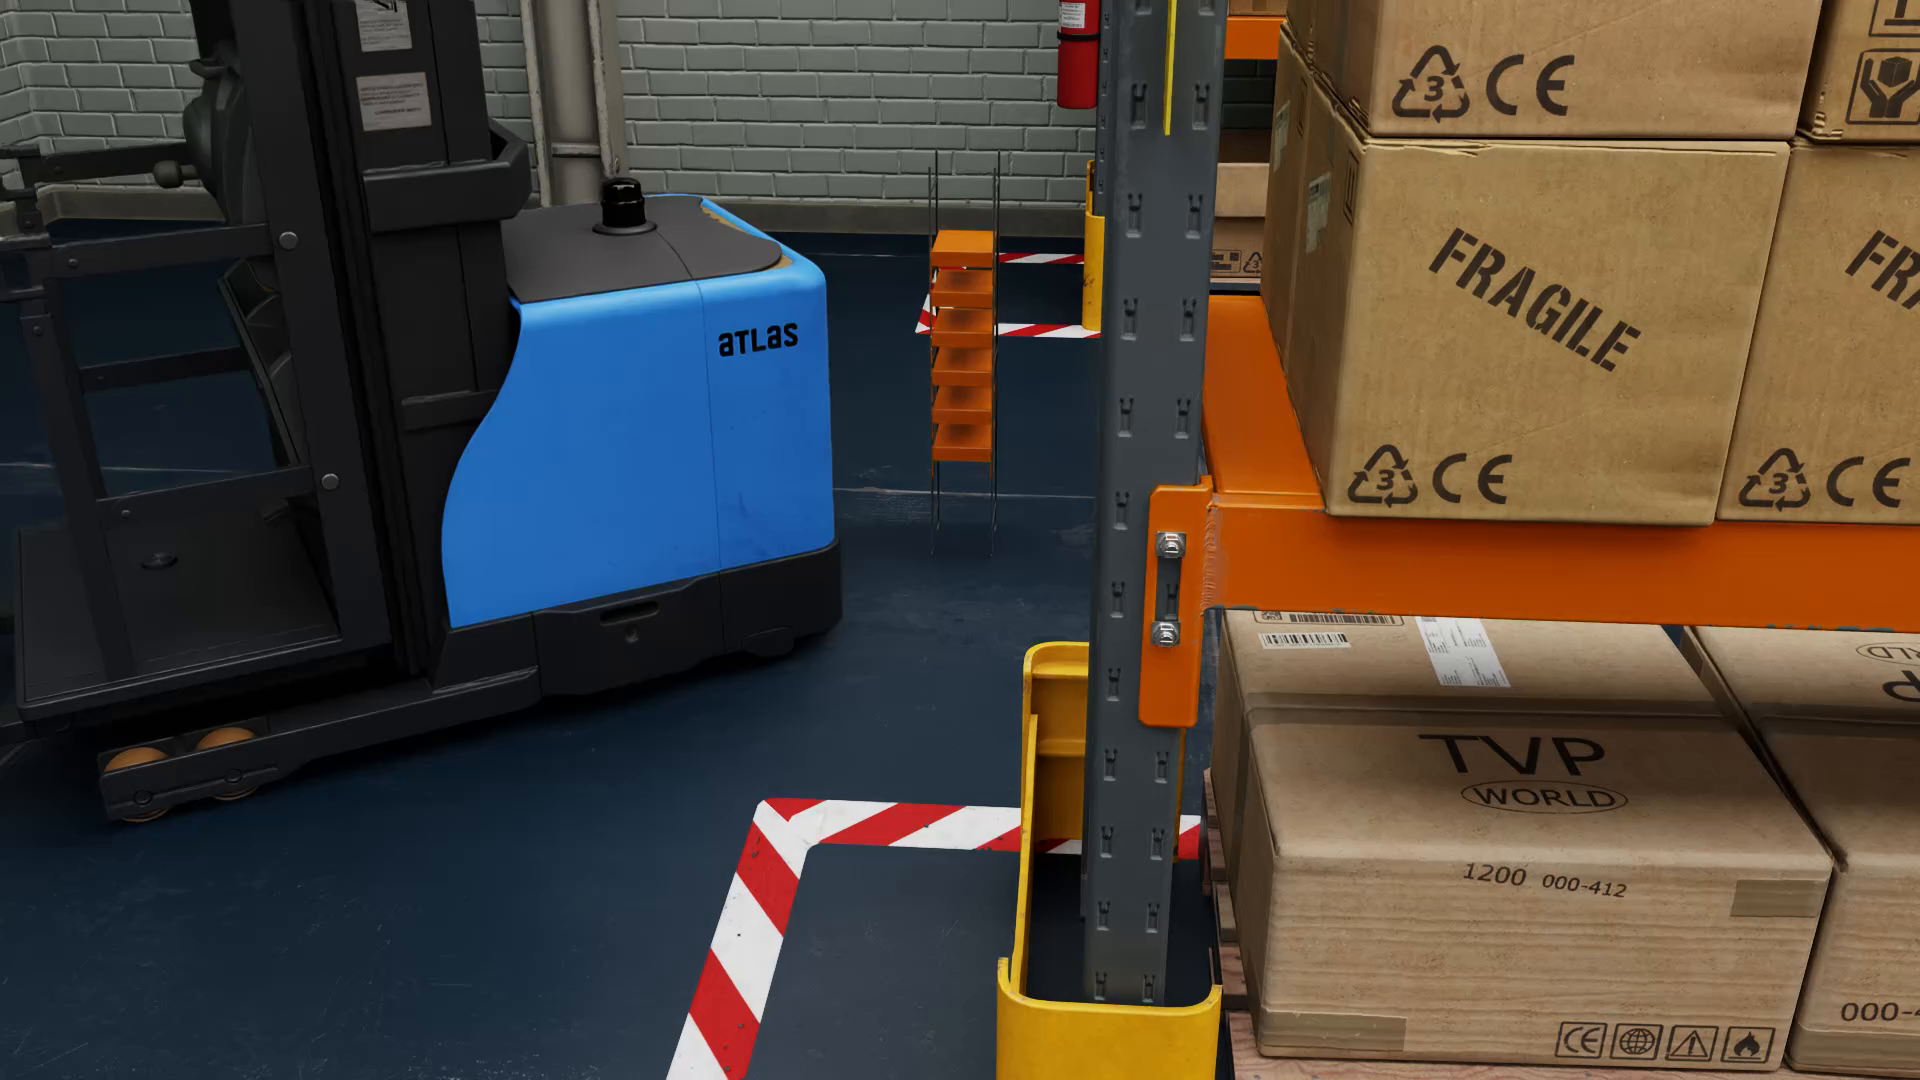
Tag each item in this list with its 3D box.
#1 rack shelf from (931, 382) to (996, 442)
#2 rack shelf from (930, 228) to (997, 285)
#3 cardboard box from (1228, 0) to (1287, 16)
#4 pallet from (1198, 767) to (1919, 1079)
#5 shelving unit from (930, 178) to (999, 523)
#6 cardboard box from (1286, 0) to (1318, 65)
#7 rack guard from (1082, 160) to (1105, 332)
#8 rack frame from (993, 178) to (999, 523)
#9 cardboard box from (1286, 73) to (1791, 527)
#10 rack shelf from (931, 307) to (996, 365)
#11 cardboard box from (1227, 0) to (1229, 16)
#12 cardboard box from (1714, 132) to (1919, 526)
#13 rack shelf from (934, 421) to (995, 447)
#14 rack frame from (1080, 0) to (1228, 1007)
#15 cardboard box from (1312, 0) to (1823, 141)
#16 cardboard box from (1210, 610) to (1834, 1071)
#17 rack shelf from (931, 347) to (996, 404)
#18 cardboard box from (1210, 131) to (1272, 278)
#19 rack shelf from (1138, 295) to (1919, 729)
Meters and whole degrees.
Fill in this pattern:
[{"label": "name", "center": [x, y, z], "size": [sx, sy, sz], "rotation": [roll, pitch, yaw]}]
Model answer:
[{"label": "rack shelf", "center": [0.014, -0.395, 5.067], "size": [0.180, 0.103, 0.258], "rotation": [2, 25, 4]}, {"label": "rack shelf", "center": [0.014, -0.831, 4.866], "size": [0.180, 0.103, 0.258], "rotation": [2, 25, 4]}, {"label": "cardboard box", "center": [1.235, -2.283, 6.923], "size": [0.250, 0.149, 0.380], "rotation": [2, 25, 5]}, {"label": "pallet", "center": [1.098, 0.818, 3.219], "size": [1.213, 0.211, 1.003], "rotation": [2, 25, 4]}, {"label": "shelving unit", "center": [0.016, -0.545, 4.998], "size": [0.183, 1.046, 0.258], "rotation": [2, 25, 4]}, {"label": "cardboard box", "center": [0.794, -1.025, 2.573], "size": [0.500, 0.500, 0.500], "rotation": [3, 25, 6]}, {"label": "rack guard", "center": [0.747, -1.372, 7.634], "size": [0.348, 0.500, 1.175], "rotation": [2, 25, 4]}, {"label": "rack frame", "center": [0.106, -0.542, 4.993], "size": [0.002, 1.046, 0.228], "rotation": [2, 25, 4]}, {"label": "cardboard box", "center": [0.751, -0.352, 2.307], "size": [0.500, 0.500, 0.500], "rotation": [2, 25, 4]}, {"label": "rack shelf", "center": [0.014, -0.613, 4.967], "size": [0.180, 0.103, 0.258], "rotation": [2, 25, 4]}, {"label": "cardboard box", "center": [0.978, -2.271, 6.898], "size": [0.250, 0.149, 0.380], "rotation": [2, 25, 4]}, {"label": "cardboard box", "center": [1.258, -0.347, 2.297], "size": [0.500, 0.500, 0.500], "rotation": [1, 25, 3]}, {"label": "rack shelf", "center": [0.014, -0.311, 5.106], "size": [0.171, 0.034, 0.221], "rotation": [2, 25, 4]}, {"label": "rack frame", "center": [0.295, -0.441, 2.621], "size": [0.127, 3.000, 1.000], "rotation": [2, 25, 4]}, {"label": "cardboard box", "center": [0.752, -0.807, 2.100], "size": [0.500, 0.500, 0.500], "rotation": [1, 25, 3]}, {"label": "cardboard box", "center": [0.960, 0.511, 3.113], "size": [0.875, 0.438, 0.875], "rotation": [1, 25, 2]}, {"label": "rack shelf", "center": [0.014, -0.504, 5.017], "size": [0.180, 0.103, 0.258], "rotation": [2, 25, 4]}, {"label": "cardboard box", "center": [1.274, -1.508, 7.423], "size": [0.637, 0.503, 0.797], "rotation": [1, 25, 2]}, {"label": "rack shelf", "center": [2.289, -0.051, 2.632], "size": [4.000, 0.370, 1.077], "rotation": [2, 25, 4]}]
